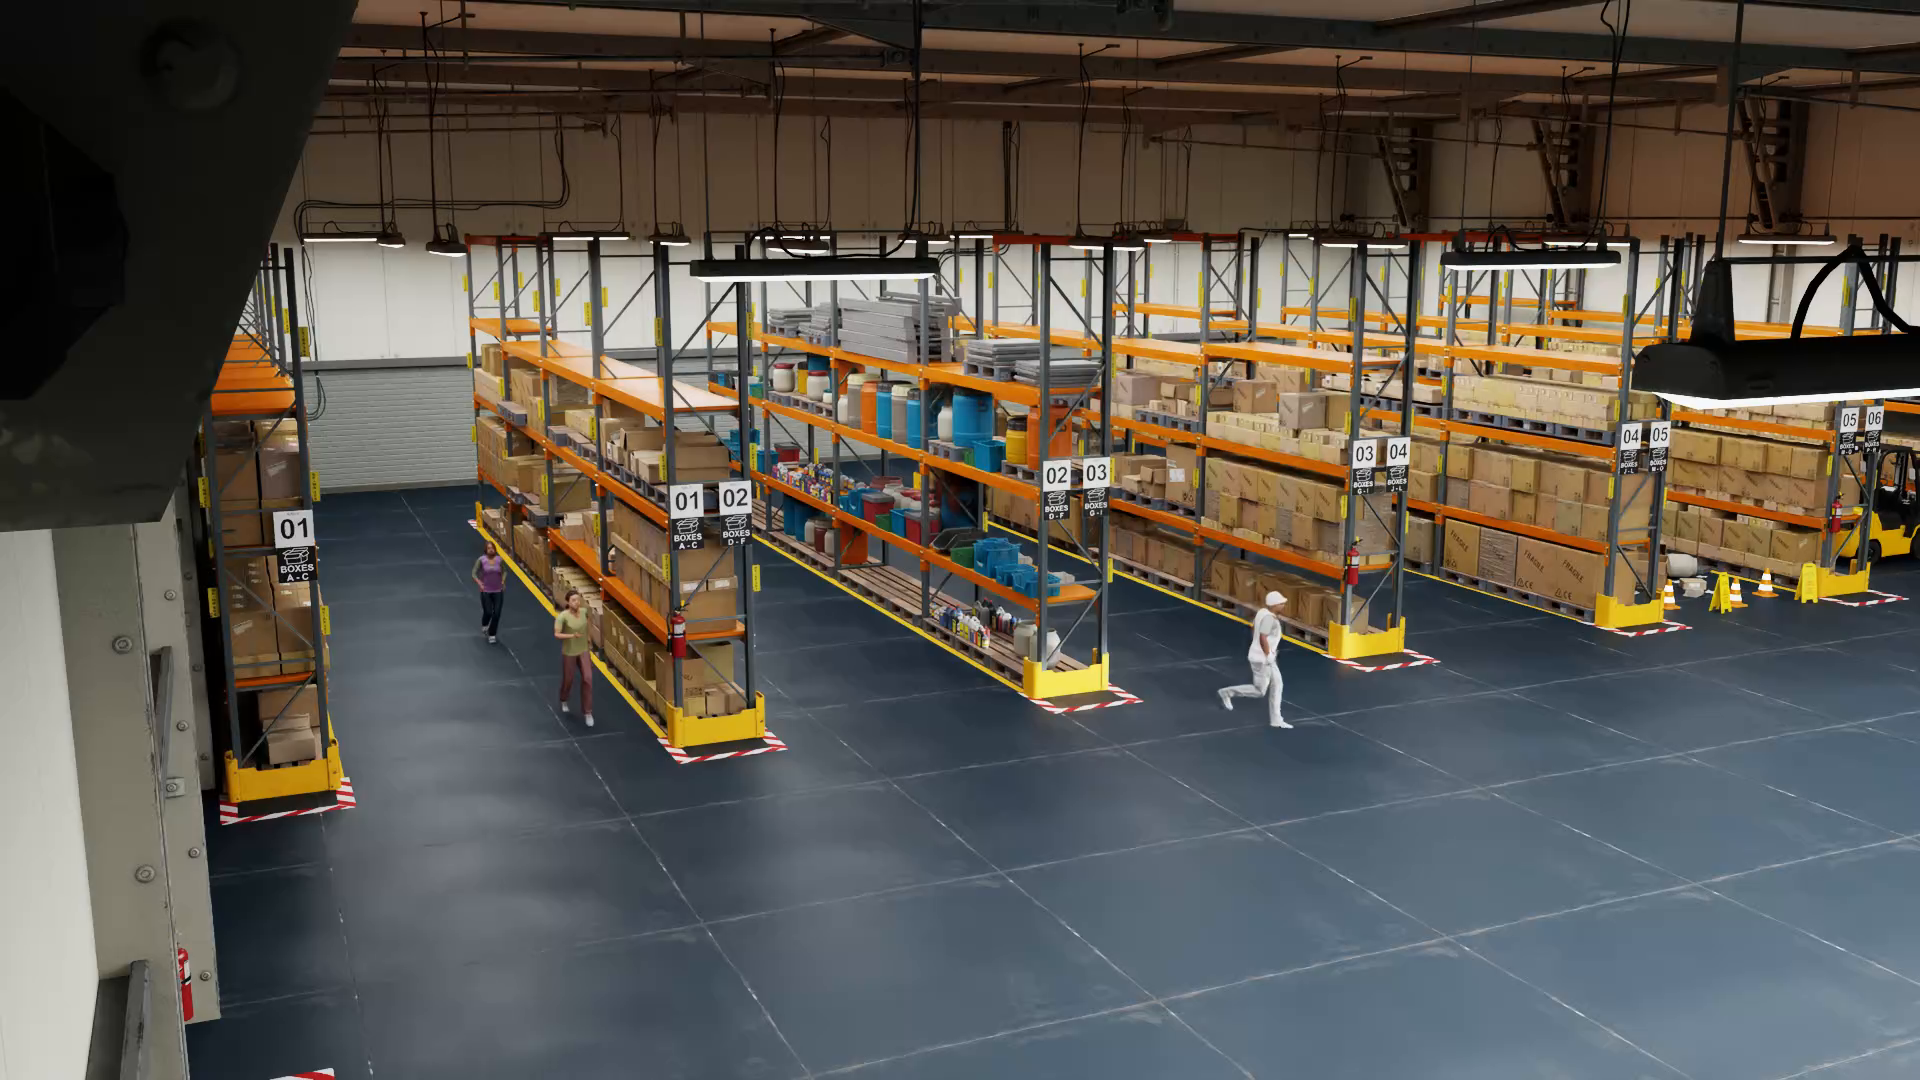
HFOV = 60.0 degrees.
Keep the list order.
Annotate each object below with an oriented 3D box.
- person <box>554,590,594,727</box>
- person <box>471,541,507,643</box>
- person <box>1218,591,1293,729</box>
[{"bbox_3d":[-4.909,1.453,21.137,0.553,1.697,0.909,-7,13,-32],"label":"person"},{"bbox_3d":[-7.048,0.781,25.006,0.517,1.554,0.528,-6,12,-28],"label":"person"},{"bbox_3d":[3.736,1.509,20.883,0.953,1.766,0.683,2,11,9],"label":"person"}]
